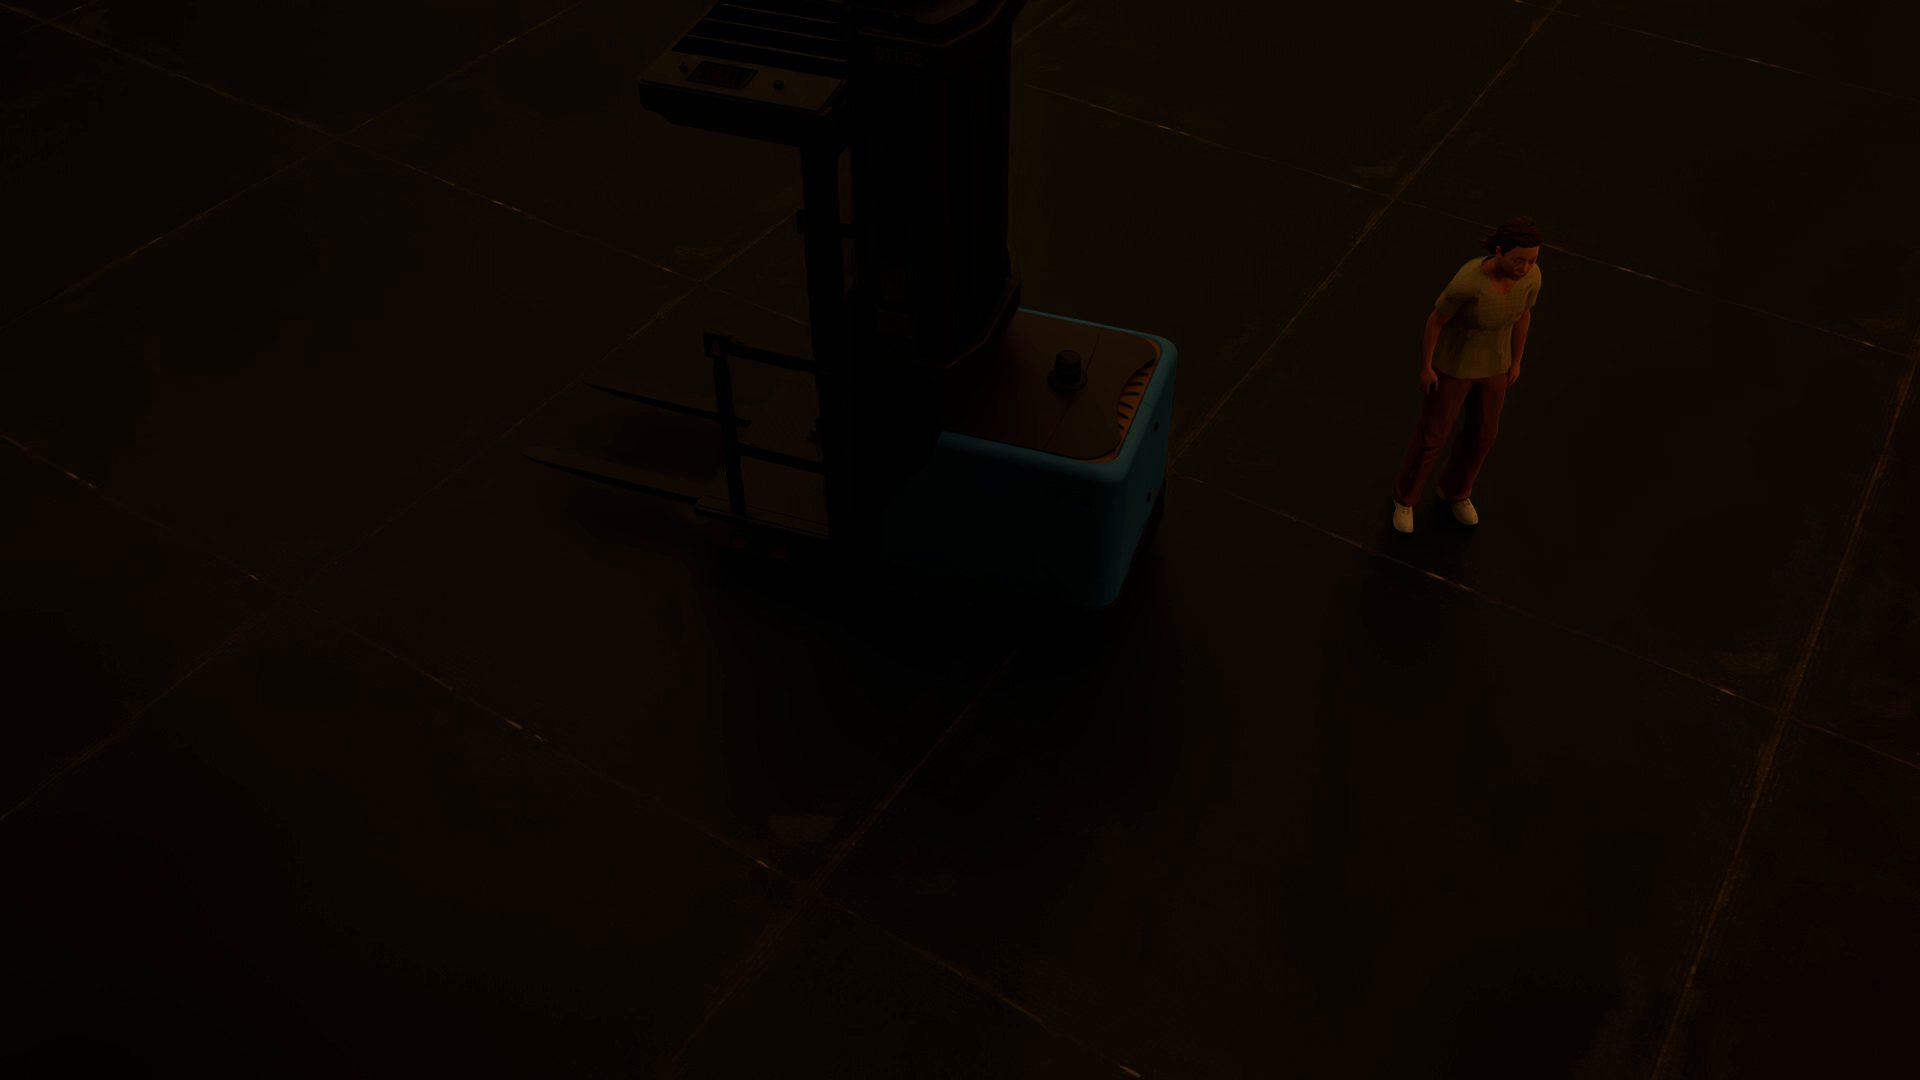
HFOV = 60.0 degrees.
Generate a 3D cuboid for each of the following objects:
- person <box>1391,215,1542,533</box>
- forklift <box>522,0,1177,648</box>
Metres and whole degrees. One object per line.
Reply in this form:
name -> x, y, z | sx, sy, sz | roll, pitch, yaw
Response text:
person -> 2.331, -0.767, 7.574 | 0.509, 1.671, 0.359 | -7, 44, -7
forklift -> -0.598, -1.197, 7.111 | 3.031, 2.935, 1.130 | 13, 45, 14
